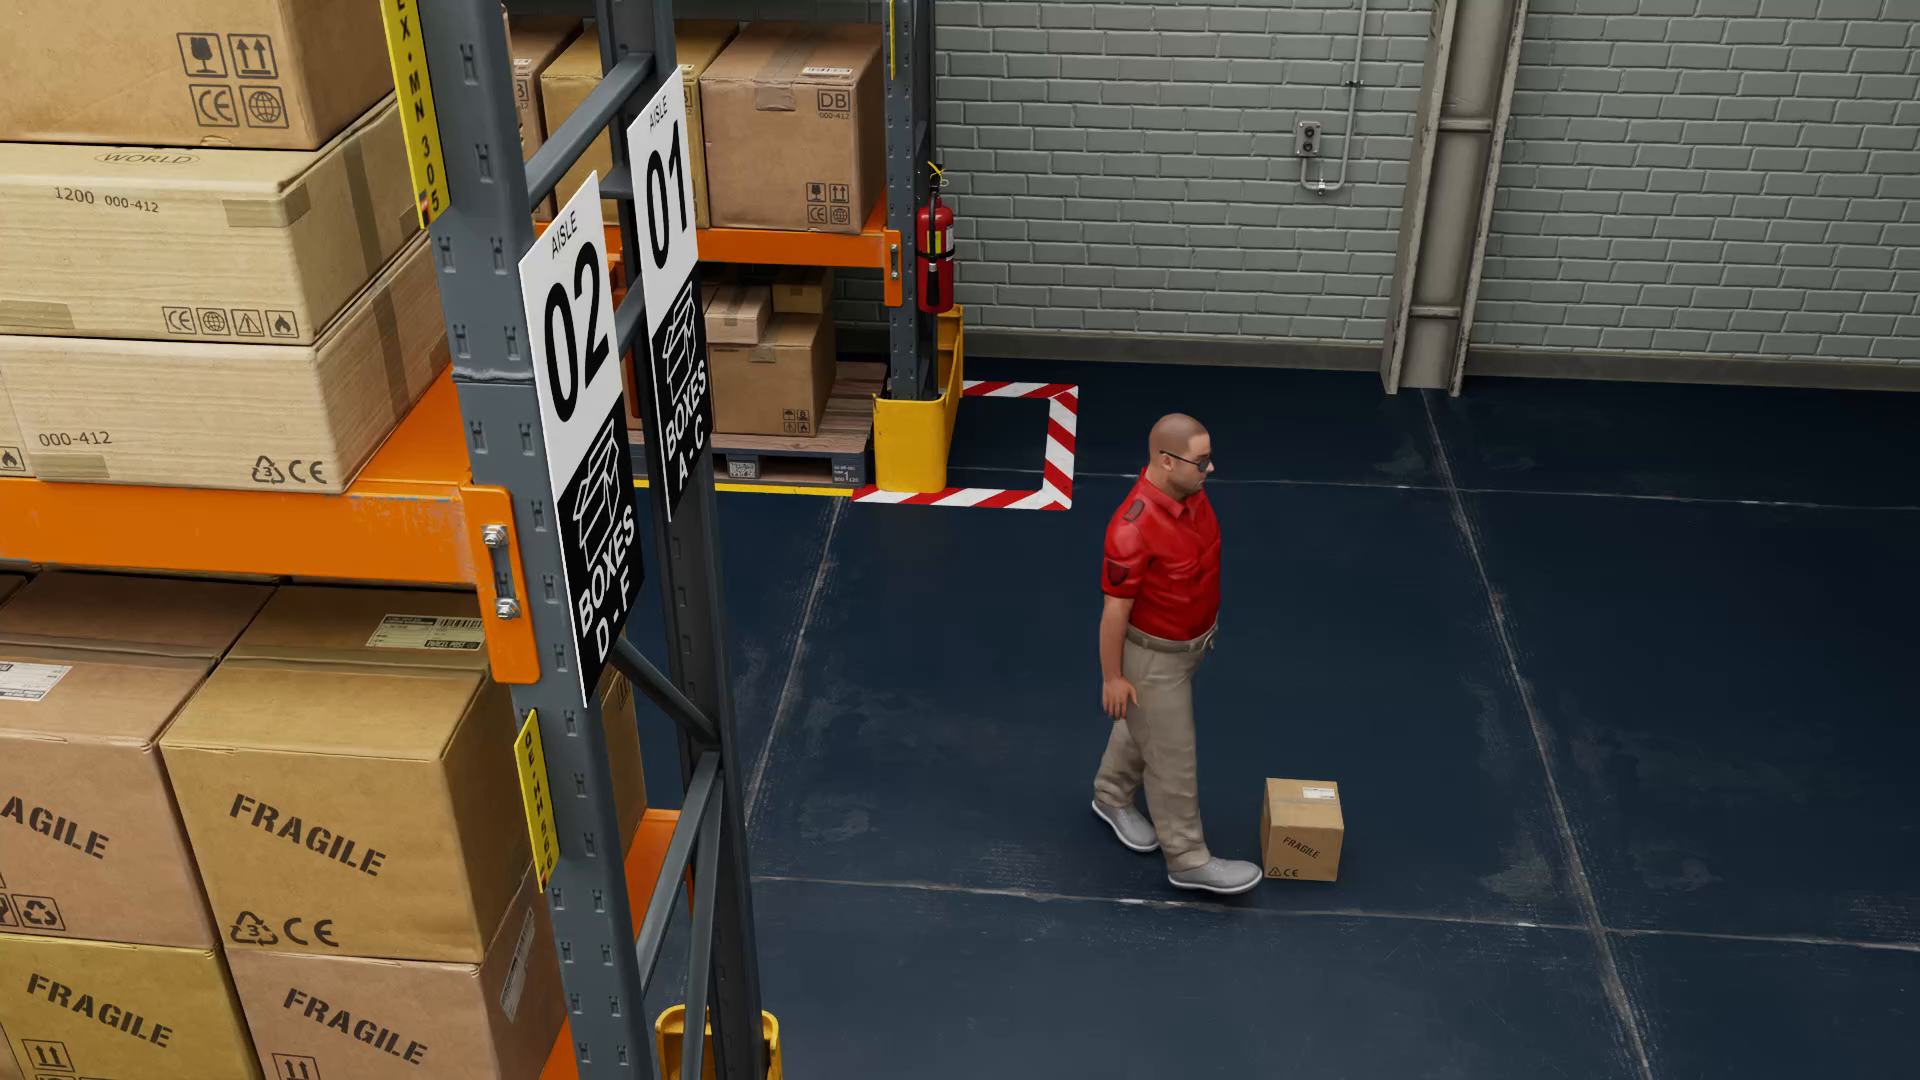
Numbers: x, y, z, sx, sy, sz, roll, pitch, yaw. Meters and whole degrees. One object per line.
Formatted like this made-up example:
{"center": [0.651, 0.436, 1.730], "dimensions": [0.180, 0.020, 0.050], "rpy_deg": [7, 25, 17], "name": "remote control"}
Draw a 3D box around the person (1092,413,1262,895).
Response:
{"center": [0.767, 0.389, 5.514], "dimensions": [0.703, 1.715, 0.540], "rpy_deg": [17, 36, 25], "name": "person"}
